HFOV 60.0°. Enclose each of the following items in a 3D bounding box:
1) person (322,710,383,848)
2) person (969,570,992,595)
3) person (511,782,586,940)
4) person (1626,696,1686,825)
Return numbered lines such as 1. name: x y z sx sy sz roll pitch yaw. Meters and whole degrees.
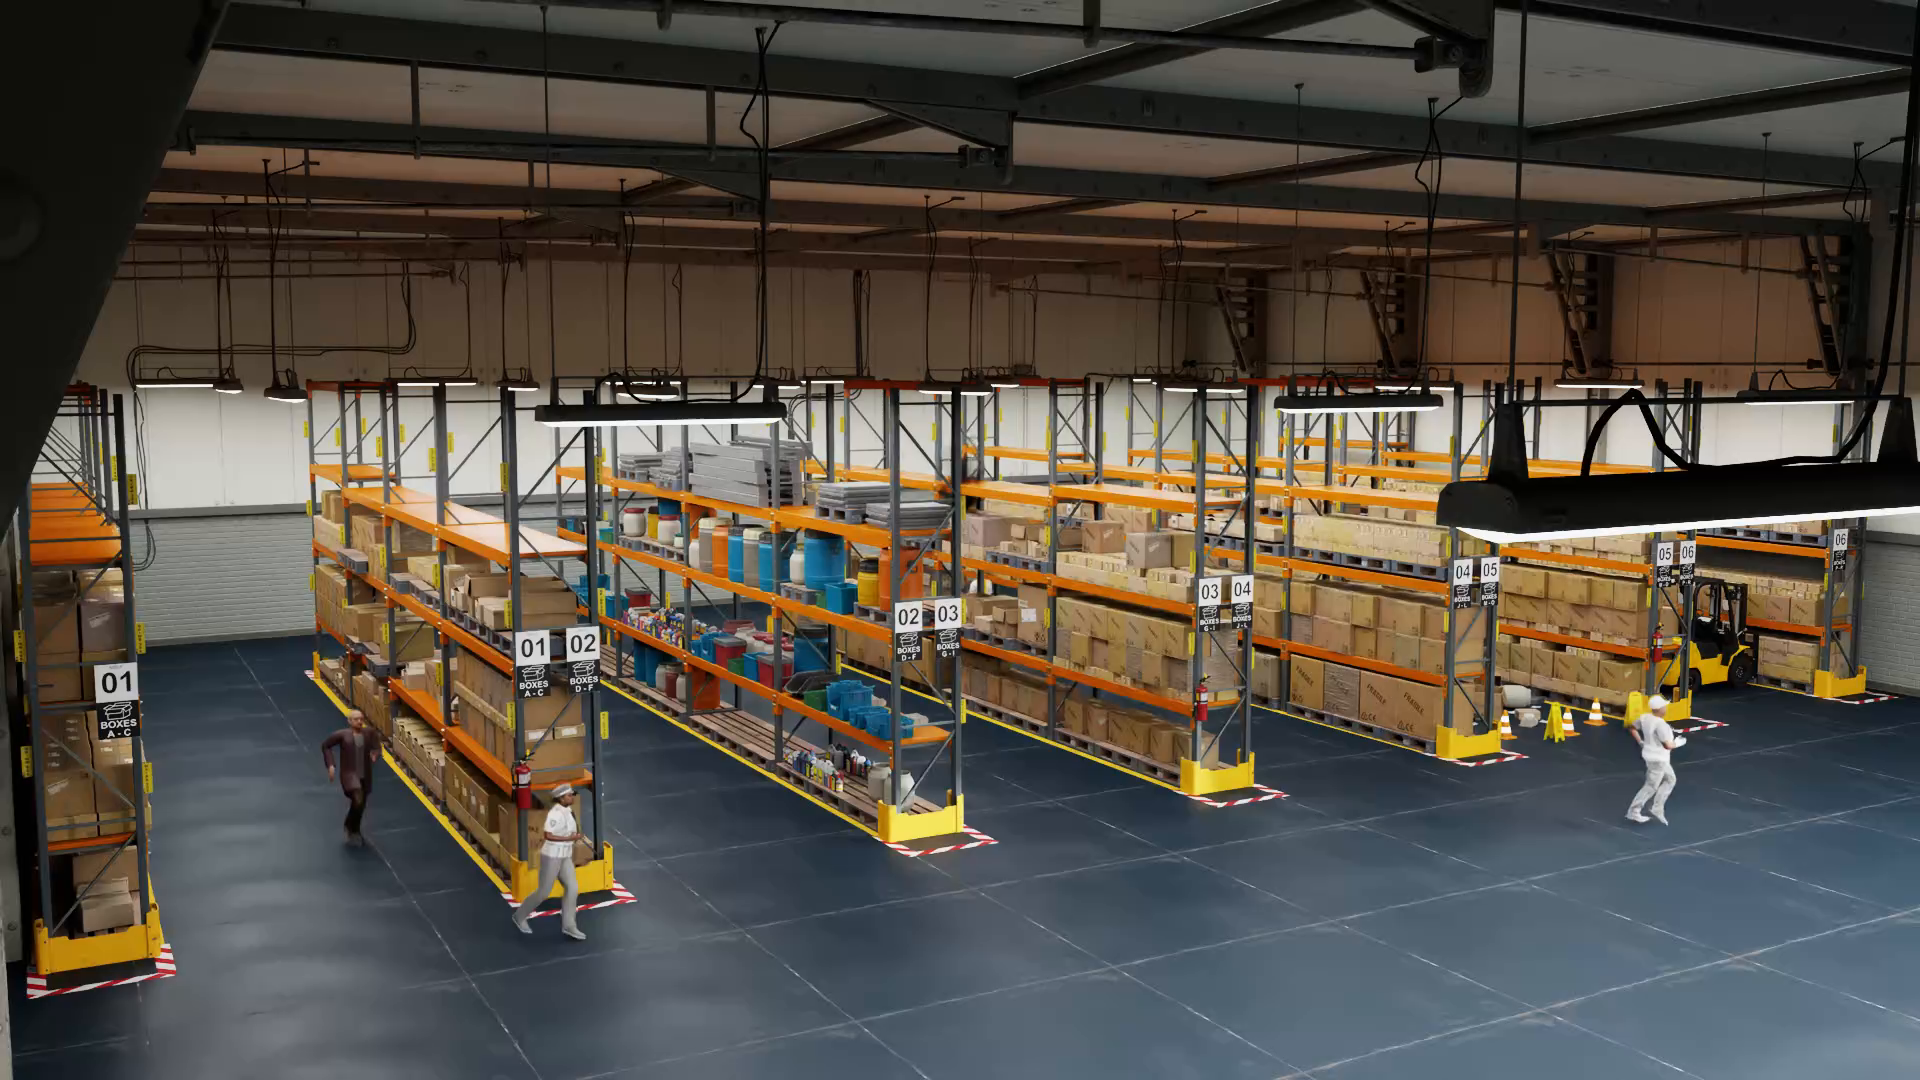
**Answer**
1. person: -7.938 3.131 21.878 0.888 1.820 0.666 6 8 43
2. person: 0.507 1.522 37.059 0.681 1.787 0.783 -3 7 -24
3. person: -4.494 3.538 18.510 0.873 1.686 0.617 1 6 14
4. person: 9.525 3.030 22.747 0.737 1.825 0.645 1 6 9
